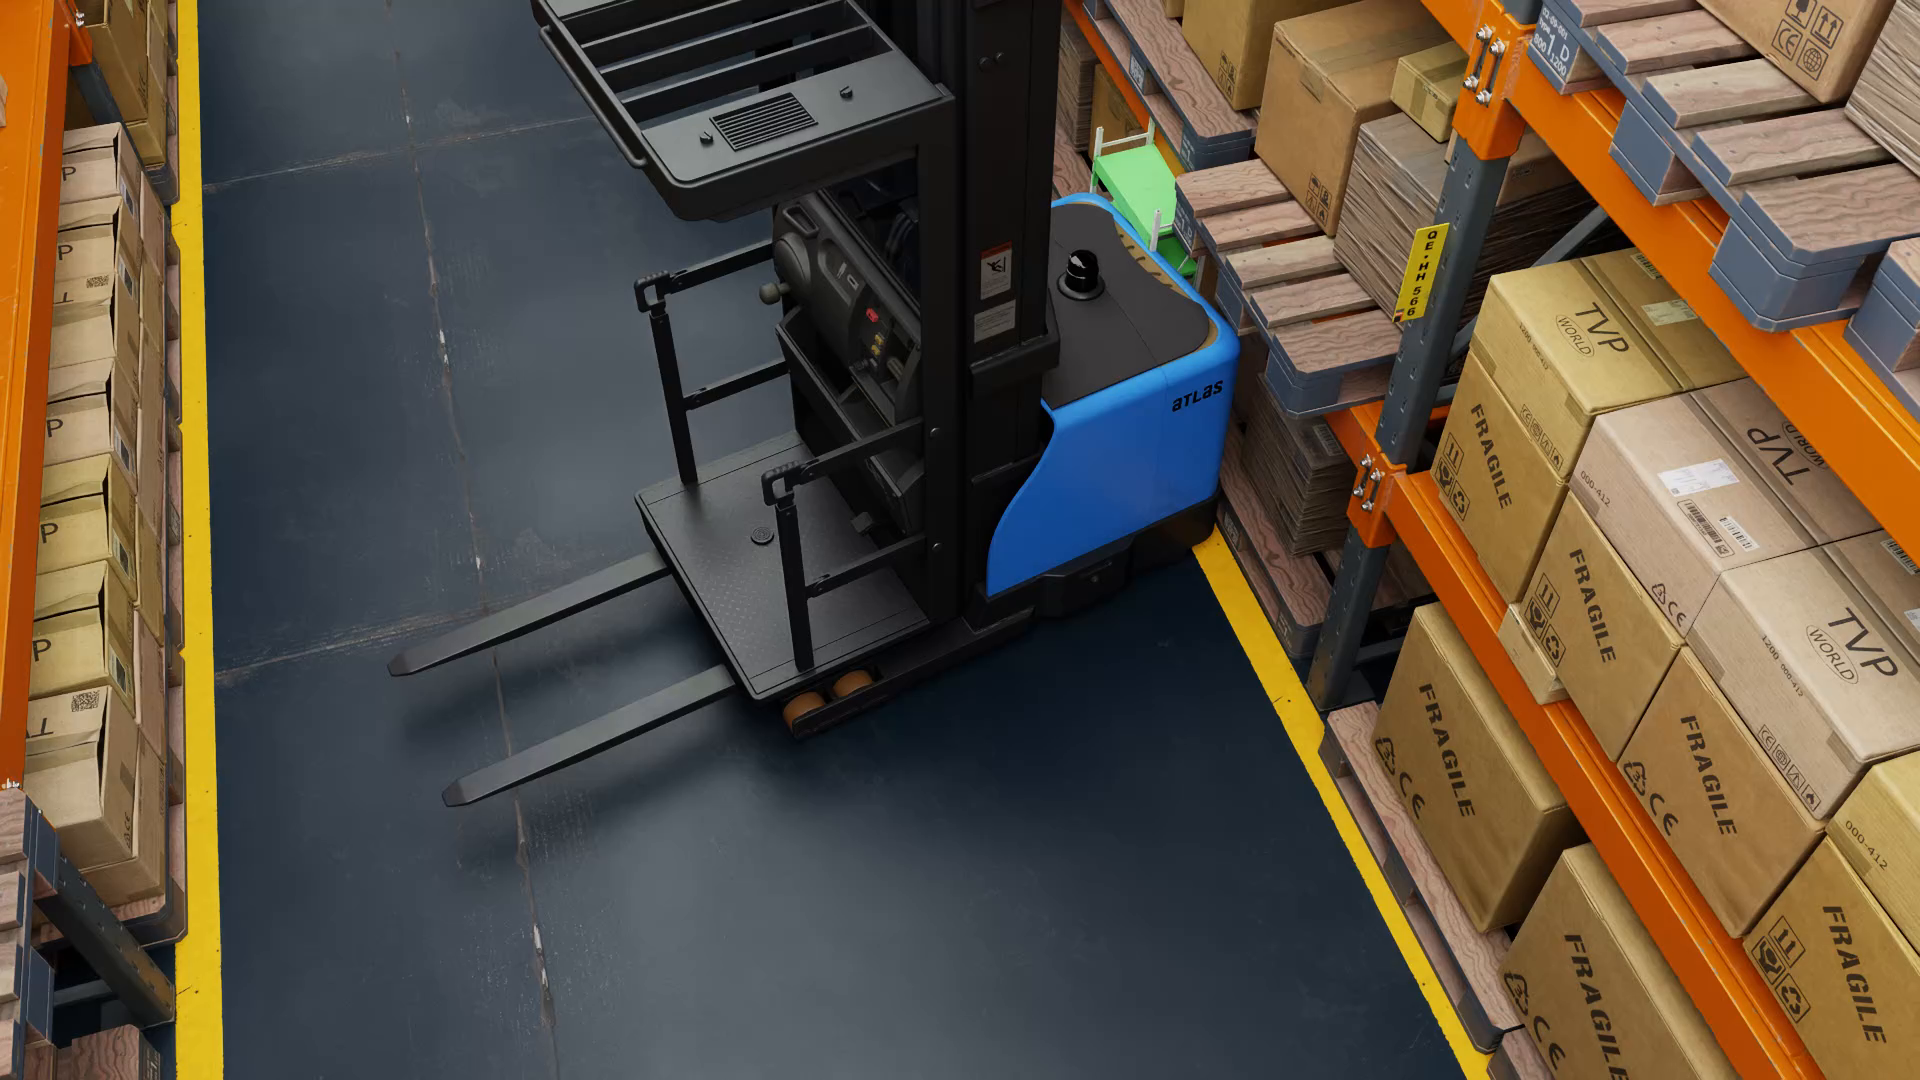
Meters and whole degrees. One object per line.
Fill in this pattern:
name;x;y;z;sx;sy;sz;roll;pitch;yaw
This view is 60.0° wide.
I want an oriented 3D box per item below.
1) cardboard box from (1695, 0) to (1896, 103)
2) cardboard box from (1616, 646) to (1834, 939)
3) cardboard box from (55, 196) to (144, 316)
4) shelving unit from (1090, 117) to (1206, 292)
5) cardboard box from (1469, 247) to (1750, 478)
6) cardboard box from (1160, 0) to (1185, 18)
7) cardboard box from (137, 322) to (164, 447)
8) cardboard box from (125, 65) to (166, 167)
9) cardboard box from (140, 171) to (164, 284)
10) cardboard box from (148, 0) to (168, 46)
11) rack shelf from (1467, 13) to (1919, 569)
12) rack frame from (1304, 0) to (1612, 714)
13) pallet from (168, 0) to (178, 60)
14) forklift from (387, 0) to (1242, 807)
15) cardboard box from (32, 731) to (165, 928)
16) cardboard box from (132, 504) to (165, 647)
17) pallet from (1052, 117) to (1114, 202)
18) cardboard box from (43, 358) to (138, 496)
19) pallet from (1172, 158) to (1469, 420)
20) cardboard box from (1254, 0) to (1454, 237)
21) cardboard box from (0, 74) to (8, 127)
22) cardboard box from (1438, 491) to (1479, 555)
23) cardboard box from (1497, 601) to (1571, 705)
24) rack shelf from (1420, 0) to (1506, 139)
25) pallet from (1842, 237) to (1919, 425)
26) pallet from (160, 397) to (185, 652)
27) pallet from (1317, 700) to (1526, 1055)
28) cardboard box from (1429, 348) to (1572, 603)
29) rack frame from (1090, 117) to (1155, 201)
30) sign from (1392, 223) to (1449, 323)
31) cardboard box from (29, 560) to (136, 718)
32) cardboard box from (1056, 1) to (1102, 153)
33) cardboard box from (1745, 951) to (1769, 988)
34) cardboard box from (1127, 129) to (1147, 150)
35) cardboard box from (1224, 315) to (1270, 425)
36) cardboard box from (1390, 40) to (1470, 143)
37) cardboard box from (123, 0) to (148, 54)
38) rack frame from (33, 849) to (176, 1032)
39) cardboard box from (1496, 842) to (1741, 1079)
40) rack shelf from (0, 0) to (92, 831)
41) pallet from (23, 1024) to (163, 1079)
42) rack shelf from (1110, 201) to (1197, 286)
cardboard box;1.953;-1.304;3.362;0.700;0.500;0.500;-17;52;-14
cardboard box;1.948;0.528;3.860;0.500;0.500;0.500;-14;51;-11
cardboard box;-3.603;-1.117;6.676;0.500;0.311;0.500;-12;51;-10
shelving unit;0.696;-1.004;6.516;0.258;1.200;0.503;-17;54;-15
cardboard box;1.654;-0.463;4.205;0.500;0.250;0.500;-12;51;-10
cardboard box;1.075;-2.330;6.189;0.700;0.500;0.500;-7;50;-6
cardboard box;-3.458;-0.565;6.578;0.500;0.250;0.500;-12;51;-10
cardboard box;-4.004;-1.953;7.748;0.500;0.250;0.500;-13;51;-11
cardboard box;-3.757;-1.308;7.204;0.500;0.250;0.500;-14;51;-11
cardboard box;-4.290;-2.685;8.365;0.500;0.250;0.500;-13;51;-11
rack shelf;2.349;0.228;2.894;1.077;0.370;4.000;-13;51;-11
rack frame;1.757;-0.498;4.997;1.000;3.000;0.127;-13;51;-11
pallet;-4.716;-2.881;8.830;1.003;0.211;1.213;-13;51;-11
forklift;-0.545;-0.709;5.220;3.031;2.935;1.130;-23;54;-19
cardboard box;-2.848;0.927;5.320;0.500;0.250;0.500;-13;51;-11
cardboard box;-3.157;0.182;5.948;0.500;0.250;0.500;-15;51;-12
pallet;0.806;-1.952;8.047;1.003;0.211;1.213;-13;51;-11
cardboard box;-3.313;-0.384;6.058;0.500;0.311;0.500;-14;51;-11
pallet;1.445;-0.932;5.489;1.213;0.211;1.003;-13;51;-11
cardboard box;1.417;-1.415;5.417;0.700;0.500;0.500;-18;52;-14
cardboard box;-3.721;-1.652;6.059;0.396;0.266;0.258;-14;51;-12
cardboard box;1.633;-0.130;4.839;0.380;0.149;0.250;-14;51;-12
cardboard box;1.697;0.269;4.502;0.380;0.149;0.250;-12;51;-10
rack shelf;1.166;-2.693;5.357;1.077;0.370;4.000;-13;51;-11
pallet;2.332;-0.129;2.848;1.003;0.211;1.213;-11;51;-9
pallet;-3.537;0.024;6.381;1.003;0.211;1.213;-13;51;-11
pallet;1.918;0.994;5.564;1.003;0.211;1.213;-13;51;-11
cardboard box;1.656;-0.220;4.490;0.500;0.500;0.500;-12;51;-10
rack frame;0.604;-1.184;6.653;0.240;1.200;0.015;-17;54;-15
sign;1.242;-0.716;4.476;0.100;0.325;0.005;-13;51;-11
cardboard box;-3.012;0.365;5.427;0.500;0.311;0.500;-14;51;-12
cardboard box;0.808;-2.221;7.798;0.700;0.500;0.500;-12;51;-10
cardboard box;2.097;0.988;3.896;0.380;0.149;0.250;-13;51;-11
cardboard box;1.121;-1.474;7.167;0.700;0.500;0.500;-13;51;-11
cardboard box;1.453;-0.750;6.557;0.700;0.500;0.500;-13;51;-11
cardboard box;1.517;-1.358;4.945;0.380;0.149;0.250;-21;53;-17
cardboard box;-4.150;-2.560;7.769;0.500;0.500;0.500;-13;51;-11
rack frame;-2.974;0.625;4.051;1.000;3.000;0.127;-13;51;-11
cardboard box;2.102;1.268;4.640;0.750;0.750;0.750;-14;51;-11
rack shelf;-3.565;-0.604;5.557;1.077;0.370;4.000;-13;51;-11
pallet;-2.789;2.078;4.650;1.003;0.211;1.213;-13;51;-11
rack shelf;0.700;-1.112;6.377;0.258;0.148;0.480;-17;54;-15
